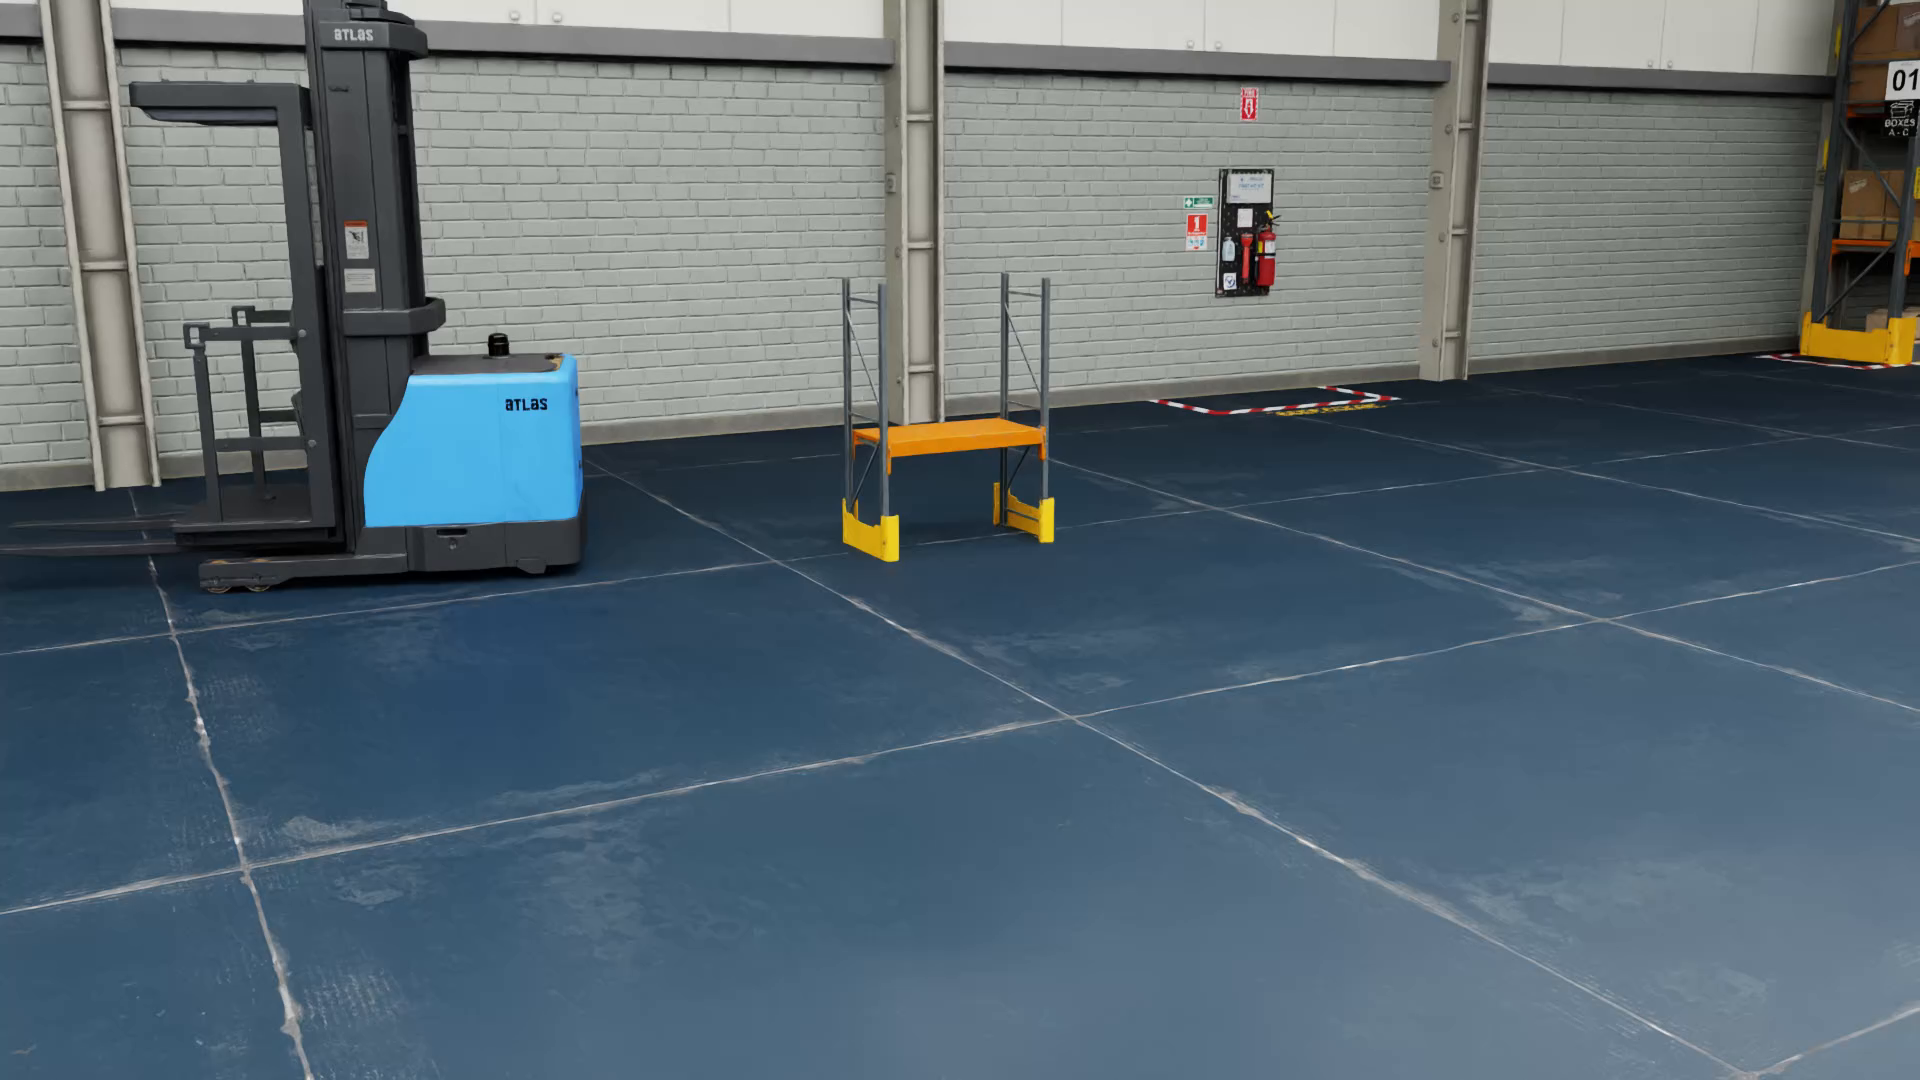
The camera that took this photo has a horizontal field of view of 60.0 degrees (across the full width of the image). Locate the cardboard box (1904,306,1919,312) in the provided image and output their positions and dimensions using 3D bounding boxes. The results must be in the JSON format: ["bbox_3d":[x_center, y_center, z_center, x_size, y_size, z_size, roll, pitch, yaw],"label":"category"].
[{"bbox_3d":[11.111,-2.508,19.044,0.500,0.311,0.500,-6,14,-23],"label":"cardboard box"}]

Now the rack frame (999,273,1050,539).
[{"bbox_3d":[0.371,-0.776,9.642,0.032,1.500,0.500,-7,14,-28],"label":"rack frame"}]

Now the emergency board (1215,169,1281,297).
[{"bbox_3d":[2.707,-2.846,15.425,0.643,1.169,0.194,-7,14,-28],"label":"emergency board"}]

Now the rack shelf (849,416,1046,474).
[{"bbox_3d":[-0.075,-0.547,9.444,1.000,0.185,0.538,-7,14,-28],"label":"rack shelf"}]

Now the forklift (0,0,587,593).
[{"bbox_3d":[-3.571,-1.286,8.648,3.031,2.935,1.130,-2,13,-10],"label":"forklift"}]

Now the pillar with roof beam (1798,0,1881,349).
[{"bbox_3d":[12.223,-5.827,15.007,0.400,9.000,9.100,-7,14,-28],"label":"pillar with roof beam"}]

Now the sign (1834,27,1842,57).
[{"bbox_3d":[9.712,-5.494,18.343,0.005,0.325,0.100,-7,14,-28],"label":"sign"}]

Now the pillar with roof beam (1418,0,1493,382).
[{"bbox_3d":[6.957,-5.196,12.203,0.400,9.000,9.100,-7,14,-28],"label":"pillar with roof beam"}]

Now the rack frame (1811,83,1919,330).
[{"bbox_3d":[9.960,-3.490,18.284,0.127,3.000,1.000,-7,14,-28],"label":"rack frame"}]

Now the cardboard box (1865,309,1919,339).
[{"bbox_3d":[10.611,-2.448,18.778,0.500,0.311,0.500,-9,15,-34],"label":"cardboard box"}]

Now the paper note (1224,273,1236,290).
[{"bbox_3d":[2.518,-2.411,15.498,0.142,0.148,0.016,-7,14,-28],"label":"paper note"}]

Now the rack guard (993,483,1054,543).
[{"bbox_3d":[0.370,-0.166,9.779,0.087,0.250,0.587,-7,14,-28],"label":"rack guard"}]

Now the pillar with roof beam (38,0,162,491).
[{"bbox_3d":[-3.576,-3.934,6.593,0.400,9.000,9.100,-7,14,-28],"label":"pillar with roof beam"}]

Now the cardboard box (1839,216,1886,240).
[{"bbox_3d":[10.278,-3.513,18.683,0.500,0.250,0.500,-7,14,-27],"label":"cardboard box"}]

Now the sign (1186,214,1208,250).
[{"bbox_3d":[2.172,-2.826,15.251,0.234,0.329,0.001,-7,14,-28],"label":"sign"}]

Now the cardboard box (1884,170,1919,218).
[{"bbox_3d":[10.523,-3.785,18.182,0.500,0.500,0.500,-7,14,-28],"label":"cardboard box"}]

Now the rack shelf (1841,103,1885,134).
[{"bbox_3d":[11.716,-4.813,18.969,4.000,0.370,1.077,-7,14,-28],"label":"rack shelf"}]

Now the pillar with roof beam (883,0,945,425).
[{"bbox_3d":[1.690,-4.565,9.398,0.400,9.000,9.100,-7,14,-28],"label":"pillar with roof beam"}]

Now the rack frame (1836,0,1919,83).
[{"bbox_3d":[9.960,-6.417,17.626,0.127,3.000,1.000,-7,14,-28],"label":"rack frame"}]

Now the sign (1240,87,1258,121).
[{"bbox_3d":[2.652,-3.996,15.252,0.199,0.298,0.001,-7,14,-28],"label":"sign"}]

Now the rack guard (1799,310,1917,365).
[{"bbox_3d":[10.027,-2.278,18.594,0.348,0.500,1.175,-7,14,-28],"label":"rack guard"}]

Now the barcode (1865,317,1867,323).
[{"bbox_3d":[10.435,-2.532,19.128,0.075,0.075,0.001,-7,14,-28],"label":"barcode"}]

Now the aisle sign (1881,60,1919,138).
[{"bbox_3d":[10.041,-4.693,17.708,0.004,0.787,0.394,-7,14,-28],"label":"aisle sign"}]

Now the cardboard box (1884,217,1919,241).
[{"bbox_3d":[10.541,-3.417,18.255,0.500,0.250,0.500,-7,15,-29],"label":"cardboard box"}]

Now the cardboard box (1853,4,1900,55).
[{"bbox_3d":[10.214,-5.595,18.258,0.500,0.500,0.500,-6,14,-25],"label":"cardboard box"}]

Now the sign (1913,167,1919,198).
[{"bbox_3d":[10.221,-3.808,17.725,0.005,0.325,0.100,-7,14,-28],"label":"sign"}]

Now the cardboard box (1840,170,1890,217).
[{"bbox_3d":[10.272,-3.883,18.619,0.500,0.500,0.500,-7,14,-28],"label":"cardboard box"}]

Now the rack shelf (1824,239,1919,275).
[{"bbox_3d":[11.716,-3.349,19.298,4.000,0.370,1.077,-7,14,-28],"label":"rack shelf"}]

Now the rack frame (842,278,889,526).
[{"bbox_3d":[-0.521,-0.669,9.167,0.032,1.500,0.500,-7,14,-28],"label":"rack frame"}]

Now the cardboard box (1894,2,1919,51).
[{"bbox_3d":[10.415,-5.493,17.804,0.500,0.500,0.500,-8,15,-32],"label":"cardboard box"}]

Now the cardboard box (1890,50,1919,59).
[{"bbox_3d":[10.374,-4.999,17.884,0.500,0.500,0.500,-6,14,-26],"label":"cardboard box"}]

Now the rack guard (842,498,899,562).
[{"bbox_3d":[-0.504,-0.062,9.313,0.087,0.250,0.587,-7,14,-28],"label":"rack guard"}]

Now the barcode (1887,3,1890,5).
[{"bbox_3d":[10.344,-5.954,18.529,0.075,0.075,0.001,-7,14,-28],"label":"barcode"}]

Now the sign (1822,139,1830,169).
[{"bbox_3d":[9.712,-4.318,18.607,0.005,0.325,0.100,-7,14,-28],"label":"sign"}]

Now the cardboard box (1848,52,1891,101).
[{"bbox_3d":[10.205,-5.105,18.354,0.500,0.500,0.500,-6,14,-24],"label":"cardboard box"}]

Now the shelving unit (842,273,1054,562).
[{"bbox_3d":[-0.067,-0.724,9.409,1.083,1.500,0.587,-7,14,-28],"label":"shelving unit"}]

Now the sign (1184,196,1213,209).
[{"bbox_3d":[2.180,-3.083,15.187,0.331,0.109,0.001,-7,14,-28],"label":"sign"}]

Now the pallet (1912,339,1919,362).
[{"bbox_3d":[10.757,-2.216,18.976,1.213,0.211,1.003,-7,14,-28],"label":"pallet"}]
